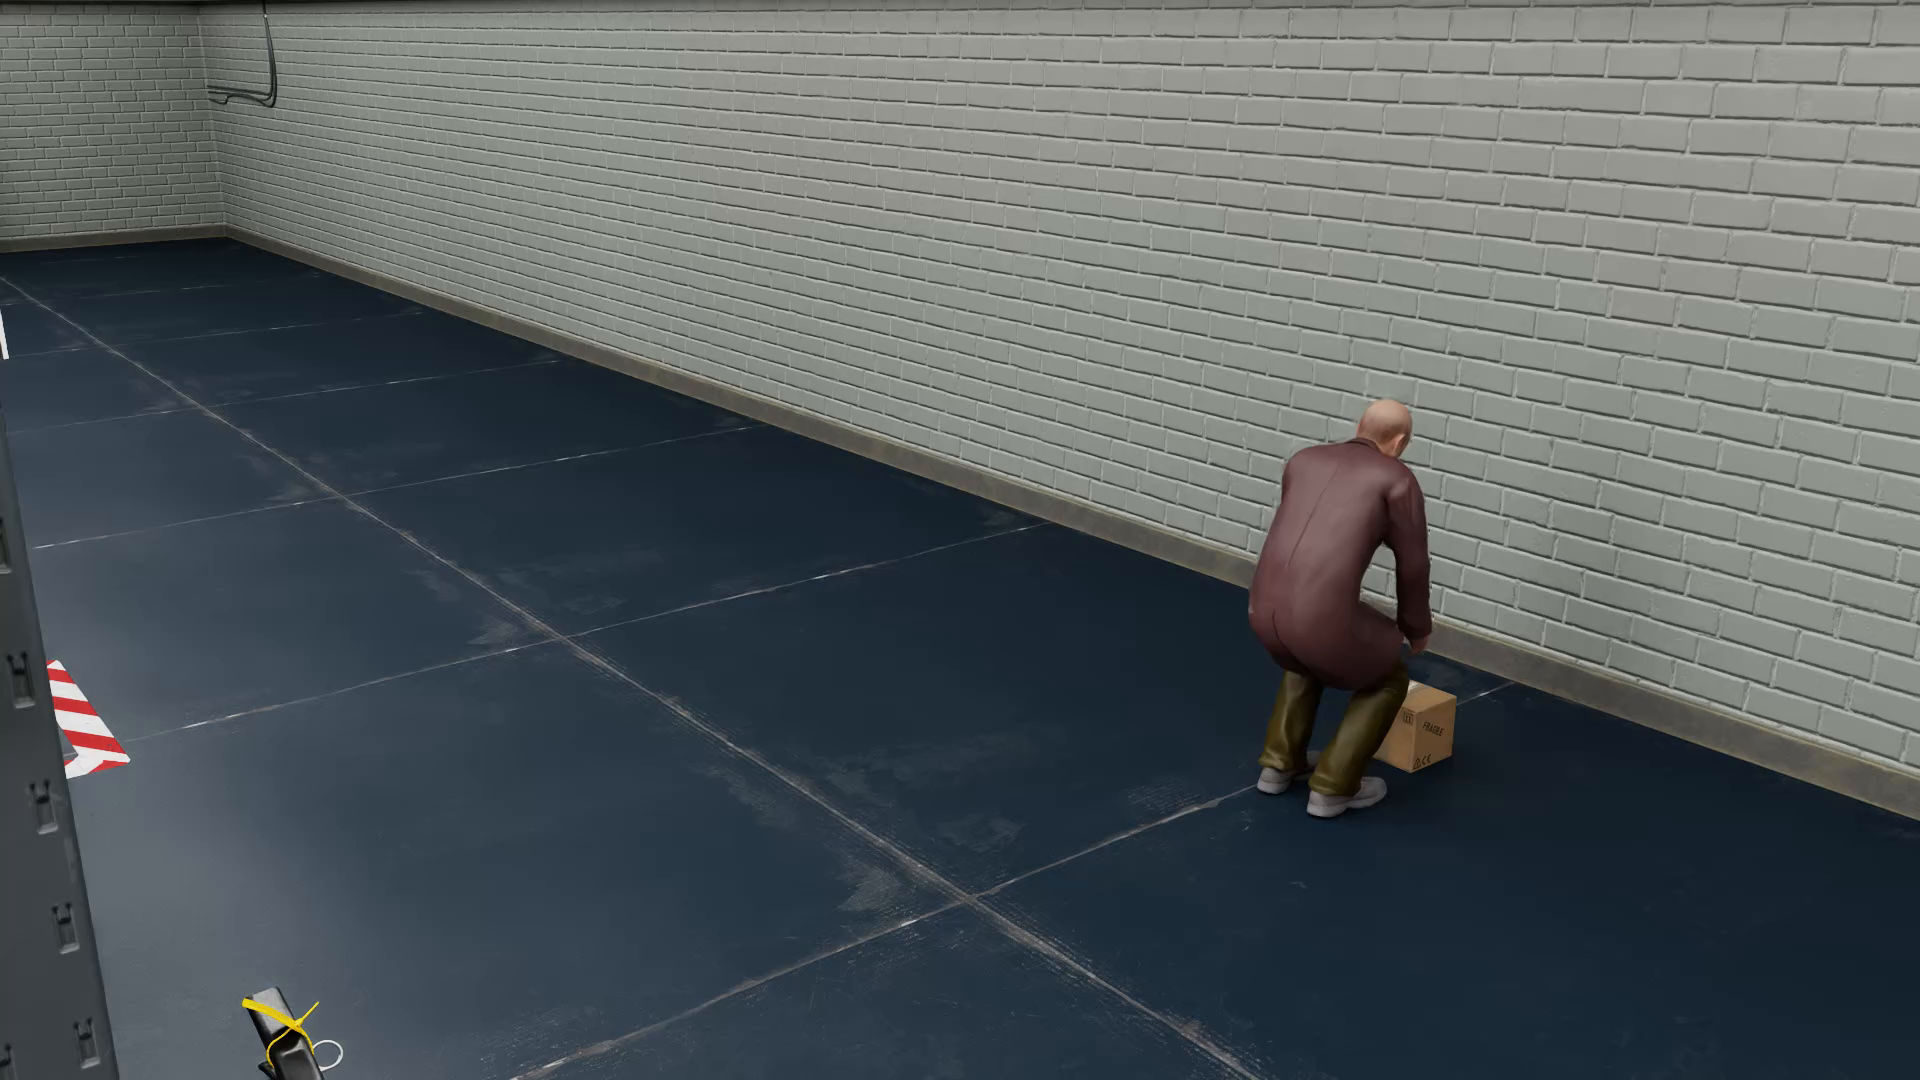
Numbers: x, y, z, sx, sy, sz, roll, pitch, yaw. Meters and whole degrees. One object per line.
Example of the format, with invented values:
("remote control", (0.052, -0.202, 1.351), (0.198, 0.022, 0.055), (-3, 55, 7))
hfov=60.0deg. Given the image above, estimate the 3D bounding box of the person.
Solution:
("person", (1.325, 0.237, 5.942), (0.719, 1.410, 0.632), (-13, 22, -36))
